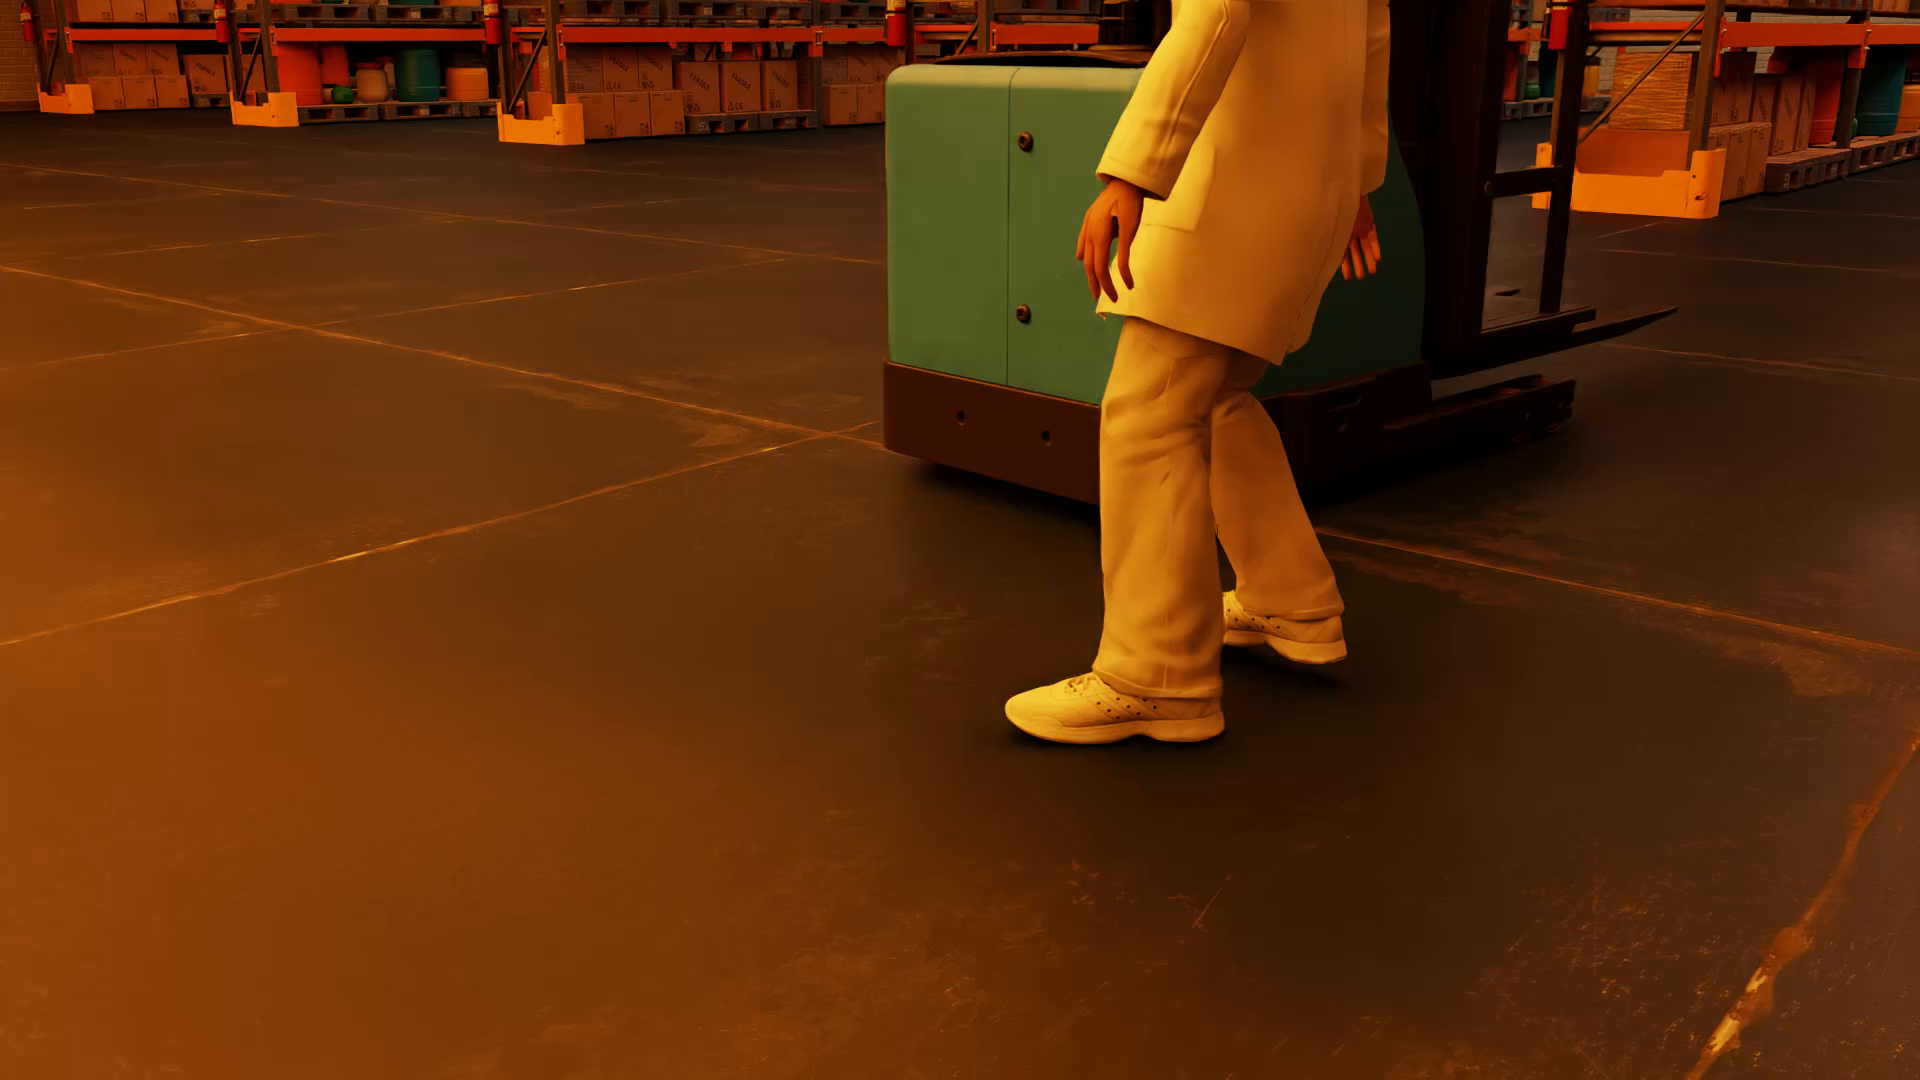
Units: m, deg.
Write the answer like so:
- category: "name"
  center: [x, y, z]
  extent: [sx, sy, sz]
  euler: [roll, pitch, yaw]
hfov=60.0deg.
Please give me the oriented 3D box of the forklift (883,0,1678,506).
- category: "forklift"
  center: [1.212, -1.783, 4.769]
  extent: [3.031, 2.935, 1.130]
  euler: [-15, 23, -41]

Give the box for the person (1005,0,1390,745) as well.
- category: "person"
  center: [0.467, -0.577, 2.832]
  extent: [0.436, 1.750, 0.864]
  euler: [10, 20, 30]
